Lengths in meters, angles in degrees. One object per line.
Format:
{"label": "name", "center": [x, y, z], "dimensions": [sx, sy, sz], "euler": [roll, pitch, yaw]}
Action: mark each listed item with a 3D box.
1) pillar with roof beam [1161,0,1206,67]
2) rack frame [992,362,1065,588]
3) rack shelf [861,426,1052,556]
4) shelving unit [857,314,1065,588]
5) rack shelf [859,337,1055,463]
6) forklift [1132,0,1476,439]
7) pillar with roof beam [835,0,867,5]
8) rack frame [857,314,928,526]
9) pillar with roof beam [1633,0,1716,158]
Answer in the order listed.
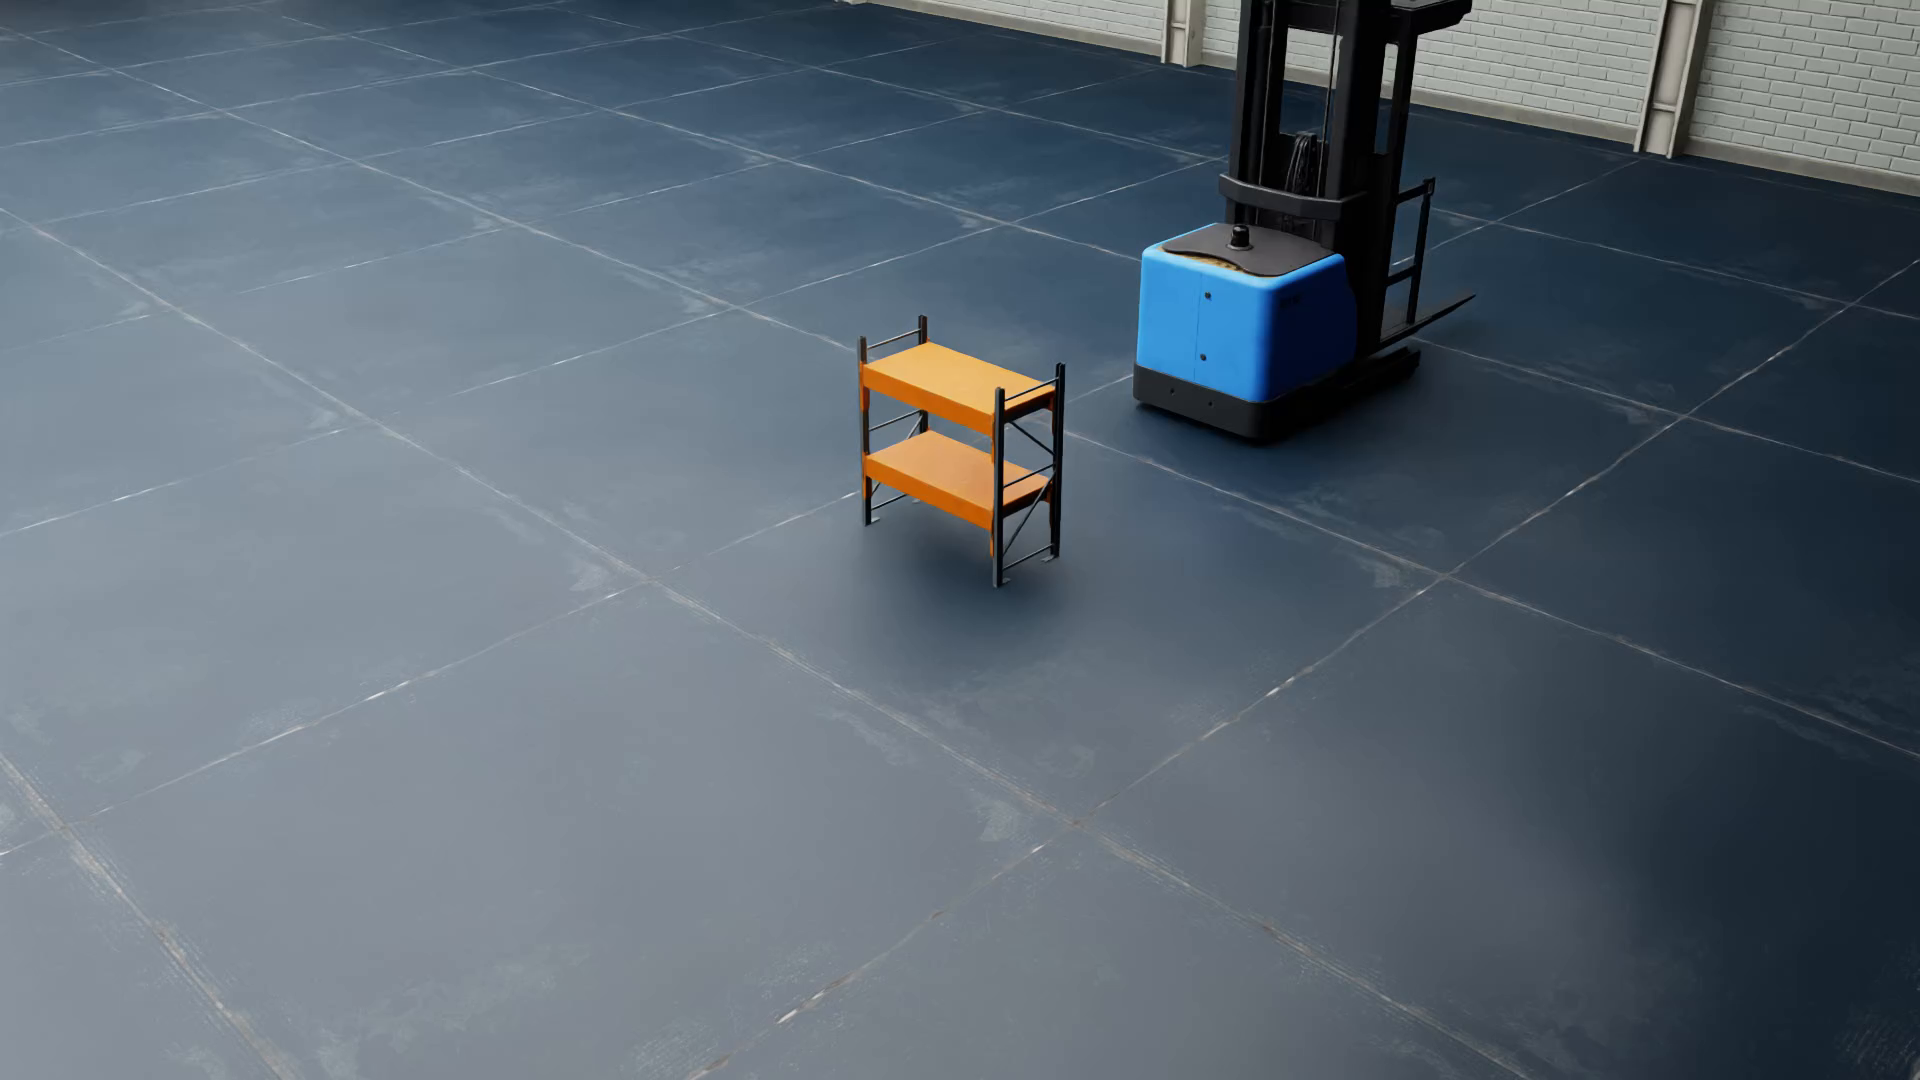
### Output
{"label": "pillar with roof beam", "center": [-0.309, -8.392, 15.540], "dimensions": [0.400, 9.000, 9.100], "euler": [25, 36, 38]}
{"label": "rack frame", "center": [0.358, -0.334, 8.677], "dimensions": [0.032, 1.125, 0.500], "euler": [25, 36, 38]}
{"label": "rack shelf", "center": [-0.005, -0.284, 9.106], "dimensions": [1.000, 0.278, 0.538], "euler": [25, 36, 38]}
{"label": "shelving unit", "center": [-0.005, -0.500, 8.992], "dimensions": [1.048, 1.125, 0.538], "euler": [25, 36, 38]}
{"label": "rack shelf", "center": [-0.005, -0.759, 8.856], "dimensions": [1.000, 0.278, 0.538], "euler": [25, 36, 38]}
{"label": "forklift", "center": [2.511, -2.517, 10.888], "dimensions": [1.130, 2.935, 3.031], "euler": [24, 36, 38]}
{"label": "pillar with roof beam", "center": [-4.587, -10.349, 19.263], "dimensions": [0.400, 9.000, 9.100], "euler": [25, 36, 38]}
{"label": "rack frame", "center": [-0.367, -0.666, 9.308], "dimensions": [0.032, 1.125, 0.500], "euler": [25, 36, 38]}
{"label": "pillar with roof beam", "center": [3.970, -6.434, 11.817], "dimensions": [0.400, 9.000, 9.100], "euler": [25, 36, 38]}
